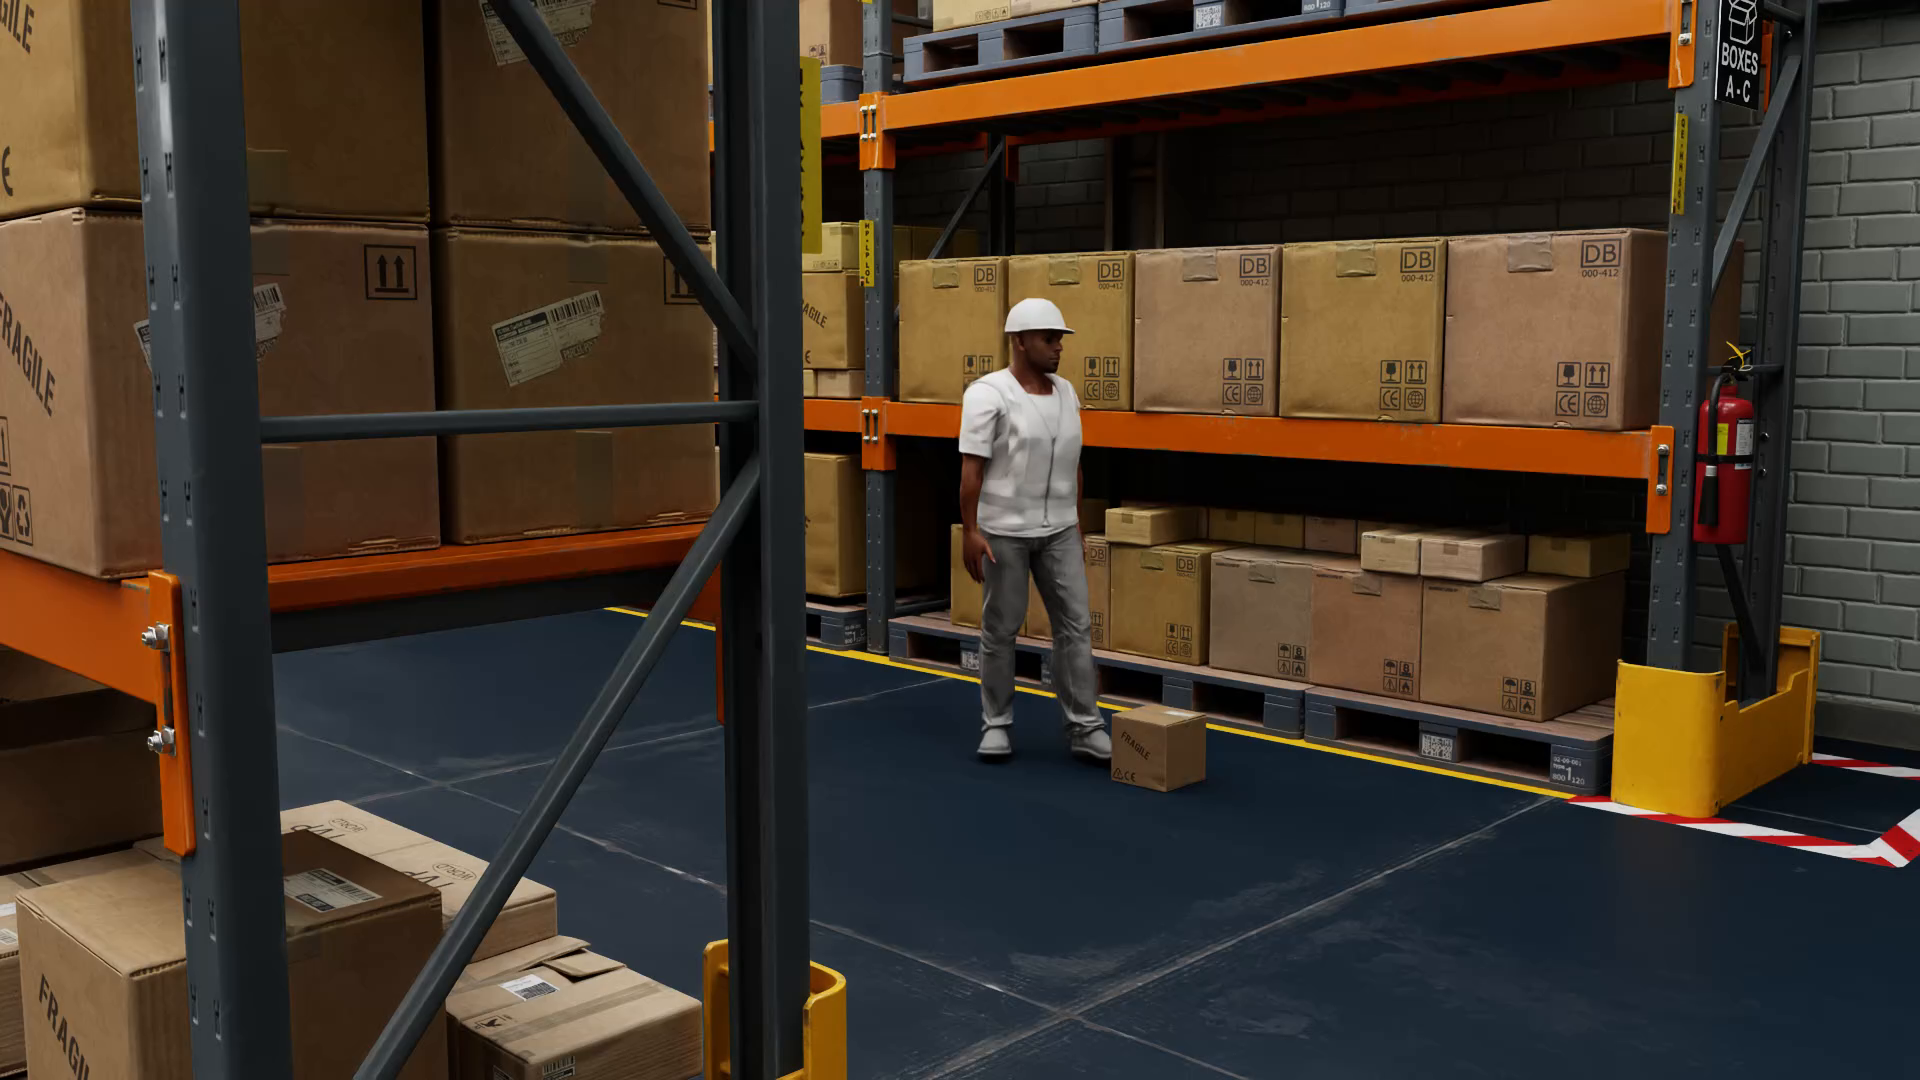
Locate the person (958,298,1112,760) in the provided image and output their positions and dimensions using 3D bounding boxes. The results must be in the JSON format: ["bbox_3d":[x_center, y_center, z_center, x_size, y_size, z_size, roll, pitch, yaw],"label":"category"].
[{"bbox_3d":[0.295,-0.032,6.319,0.592,1.758,0.600,-4,8,-29],"label":"person"}]
